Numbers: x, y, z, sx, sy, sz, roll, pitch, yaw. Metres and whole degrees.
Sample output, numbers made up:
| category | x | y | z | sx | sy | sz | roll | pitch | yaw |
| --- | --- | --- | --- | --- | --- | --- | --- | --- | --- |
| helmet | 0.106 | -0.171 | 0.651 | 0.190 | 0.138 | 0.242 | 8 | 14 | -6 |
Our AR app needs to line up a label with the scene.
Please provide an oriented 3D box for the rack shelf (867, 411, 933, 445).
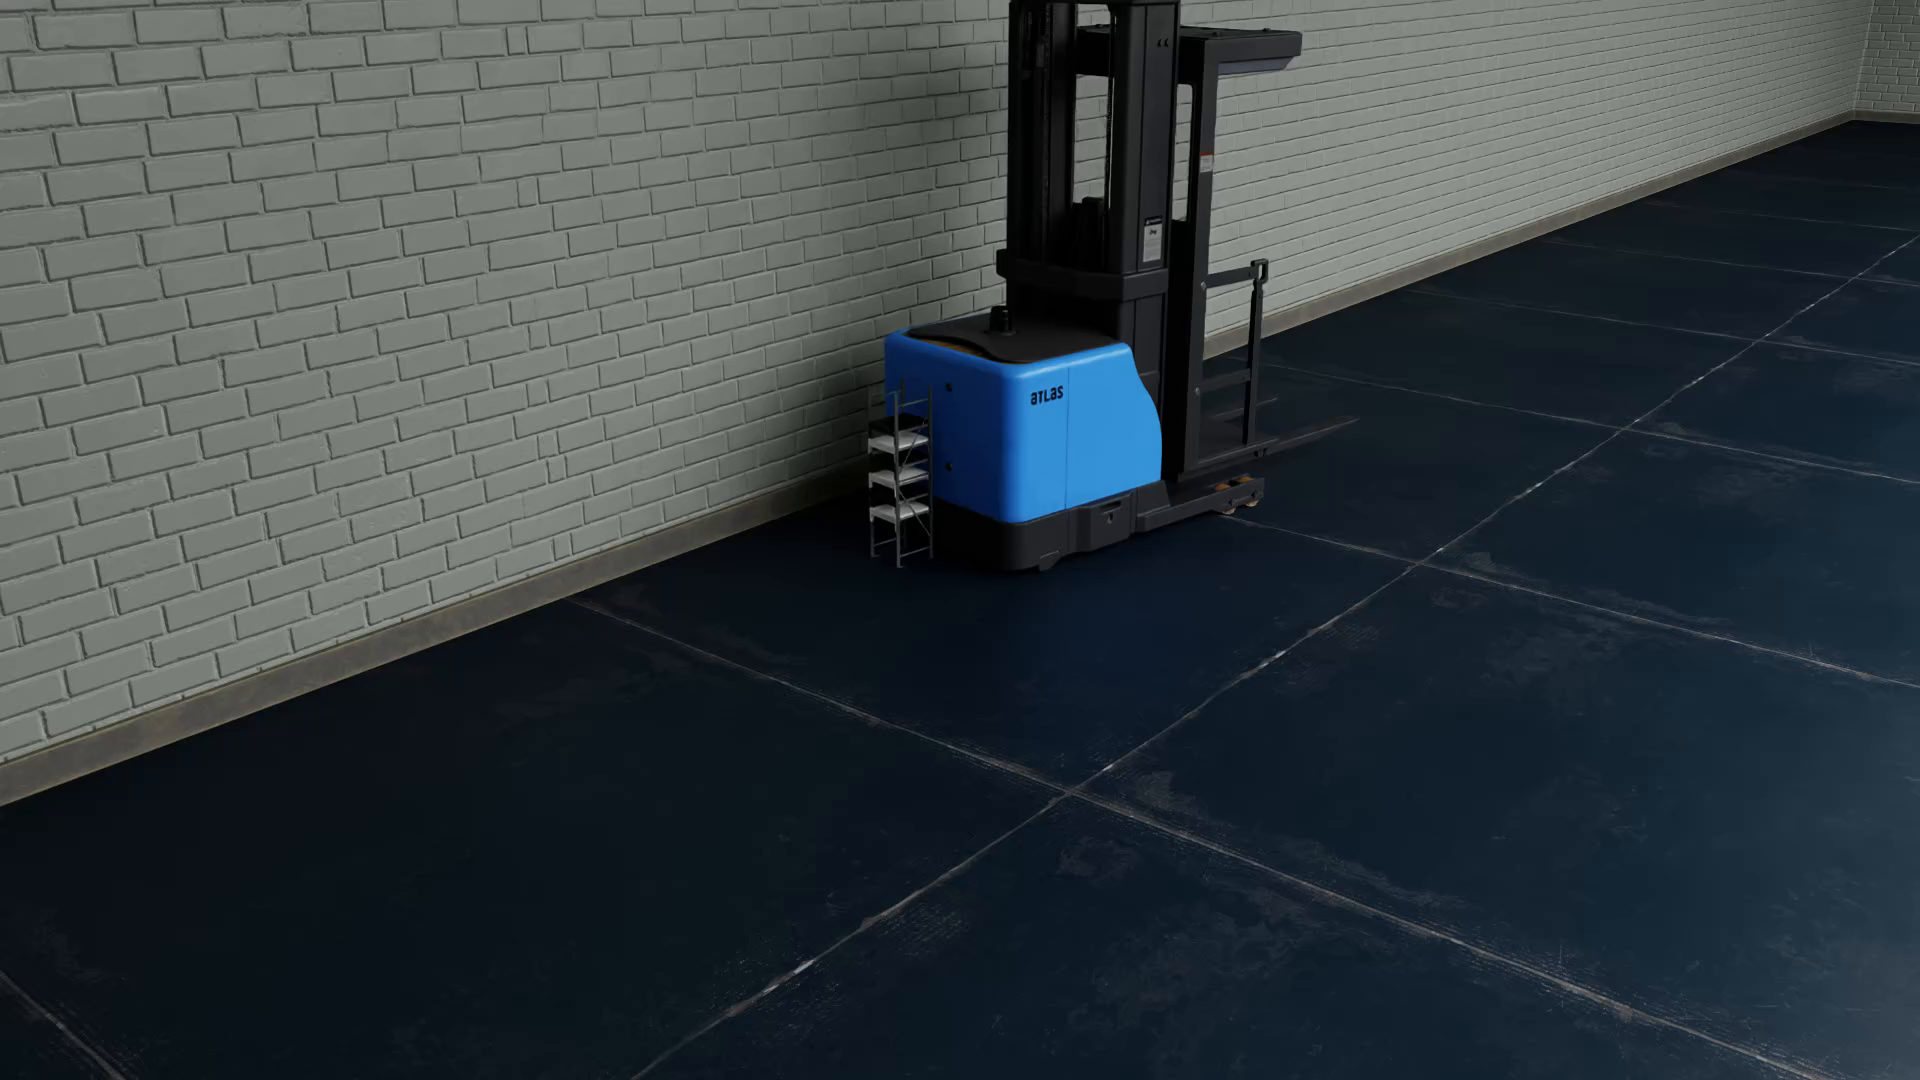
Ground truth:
| category | x | y | z | sx | sy | sz | roll | pitch | yaw |
| --- | --- | --- | --- | --- | --- | --- | --- | --- | --- |
| rack shelf | -0.295 | -0.553 | 8.188 | 0.258 | 0.077 | 0.200 | -18 | 27 | -39 |

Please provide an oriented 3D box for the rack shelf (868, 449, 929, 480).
| category | x | y | z | sx | sy | sz | roll | pitch | yaw |
| --- | --- | --- | --- | --- | --- | --- | --- | --- | --- |
| rack shelf | -0.295 | -0.384 | 8.251 | 0.258 | 0.077 | 0.200 | -18 | 27 | -39 |

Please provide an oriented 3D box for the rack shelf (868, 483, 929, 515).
| category | x | y | z | sx | sy | sz | roll | pitch | yaw |
| --- | --- | --- | --- | --- | --- | --- | --- | --- | --- |
| rack shelf | -0.295 | -0.216 | 8.315 | 0.258 | 0.077 | 0.200 | -18 | 27 | -39 |

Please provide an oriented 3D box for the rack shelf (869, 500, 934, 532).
| category | x | y | z | sx | sy | sz | roll | pitch | yaw |
| --- | --- | --- | --- | --- | --- | --- | --- | --- | --- |
| rack shelf | -0.295 | -0.132 | 8.346 | 0.258 | 0.077 | 0.200 | -18 | 27 | -39 |

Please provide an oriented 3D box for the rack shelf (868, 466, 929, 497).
| category | x | y | z | sx | sy | sz | roll | pitch | yaw |
| --- | --- | --- | --- | --- | --- | --- | --- | --- | --- |
| rack shelf | -0.295 | -0.300 | 8.283 | 0.258 | 0.077 | 0.200 | -18 | 27 | -39 |

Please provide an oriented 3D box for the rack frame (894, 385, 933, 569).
| category | x | y | z | sx | sy | sz | roll | pitch | yaw |
| --- | --- | --- | --- | --- | --- | --- | --- | --- | --- |
| rack frame | -0.226 | -0.305 | 8.201 | 0.240 | 0.900 | 0.006 | -18 | 27 | -39 |

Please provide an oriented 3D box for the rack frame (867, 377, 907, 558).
| category | x | y | z | sx | sy | sz | roll | pitch | yaw |
| --- | --- | --- | --- | --- | --- | --- | --- | --- | --- |
| rack frame | -0.364 | -0.358 | 8.341 | 0.240 | 0.900 | 0.006 | -18 | 27 | -39 |

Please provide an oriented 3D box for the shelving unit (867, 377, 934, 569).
| category | x | y | z | sx | sy | sz | roll | pitch | yaw |
| --- | --- | --- | --- | --- | --- | --- | --- | --- | --- |
| shelving unit | -0.295 | -0.331 | 8.271 | 0.258 | 0.900 | 0.210 | -18 | 27 | -39 |

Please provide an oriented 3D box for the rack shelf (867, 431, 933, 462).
| category | x | y | z | sx | sy | sz | roll | pitch | yaw |
| --- | --- | --- | --- | --- | --- | --- | --- | --- | --- |
| rack shelf | -0.295 | -0.468 | 8.219 | 0.258 | 0.077 | 0.200 | -18 | 27 | -39 |

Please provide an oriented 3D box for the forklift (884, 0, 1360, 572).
| category | x | y | z | sx | sy | sz | roll | pitch | yaw |
| --- | --- | --- | --- | --- | --- | --- | --- | --- | --- |
| forklift | 1.043 | -1.631 | 8.839 | 3.031 | 2.935 | 1.130 | -17 | 27 | -38 |
